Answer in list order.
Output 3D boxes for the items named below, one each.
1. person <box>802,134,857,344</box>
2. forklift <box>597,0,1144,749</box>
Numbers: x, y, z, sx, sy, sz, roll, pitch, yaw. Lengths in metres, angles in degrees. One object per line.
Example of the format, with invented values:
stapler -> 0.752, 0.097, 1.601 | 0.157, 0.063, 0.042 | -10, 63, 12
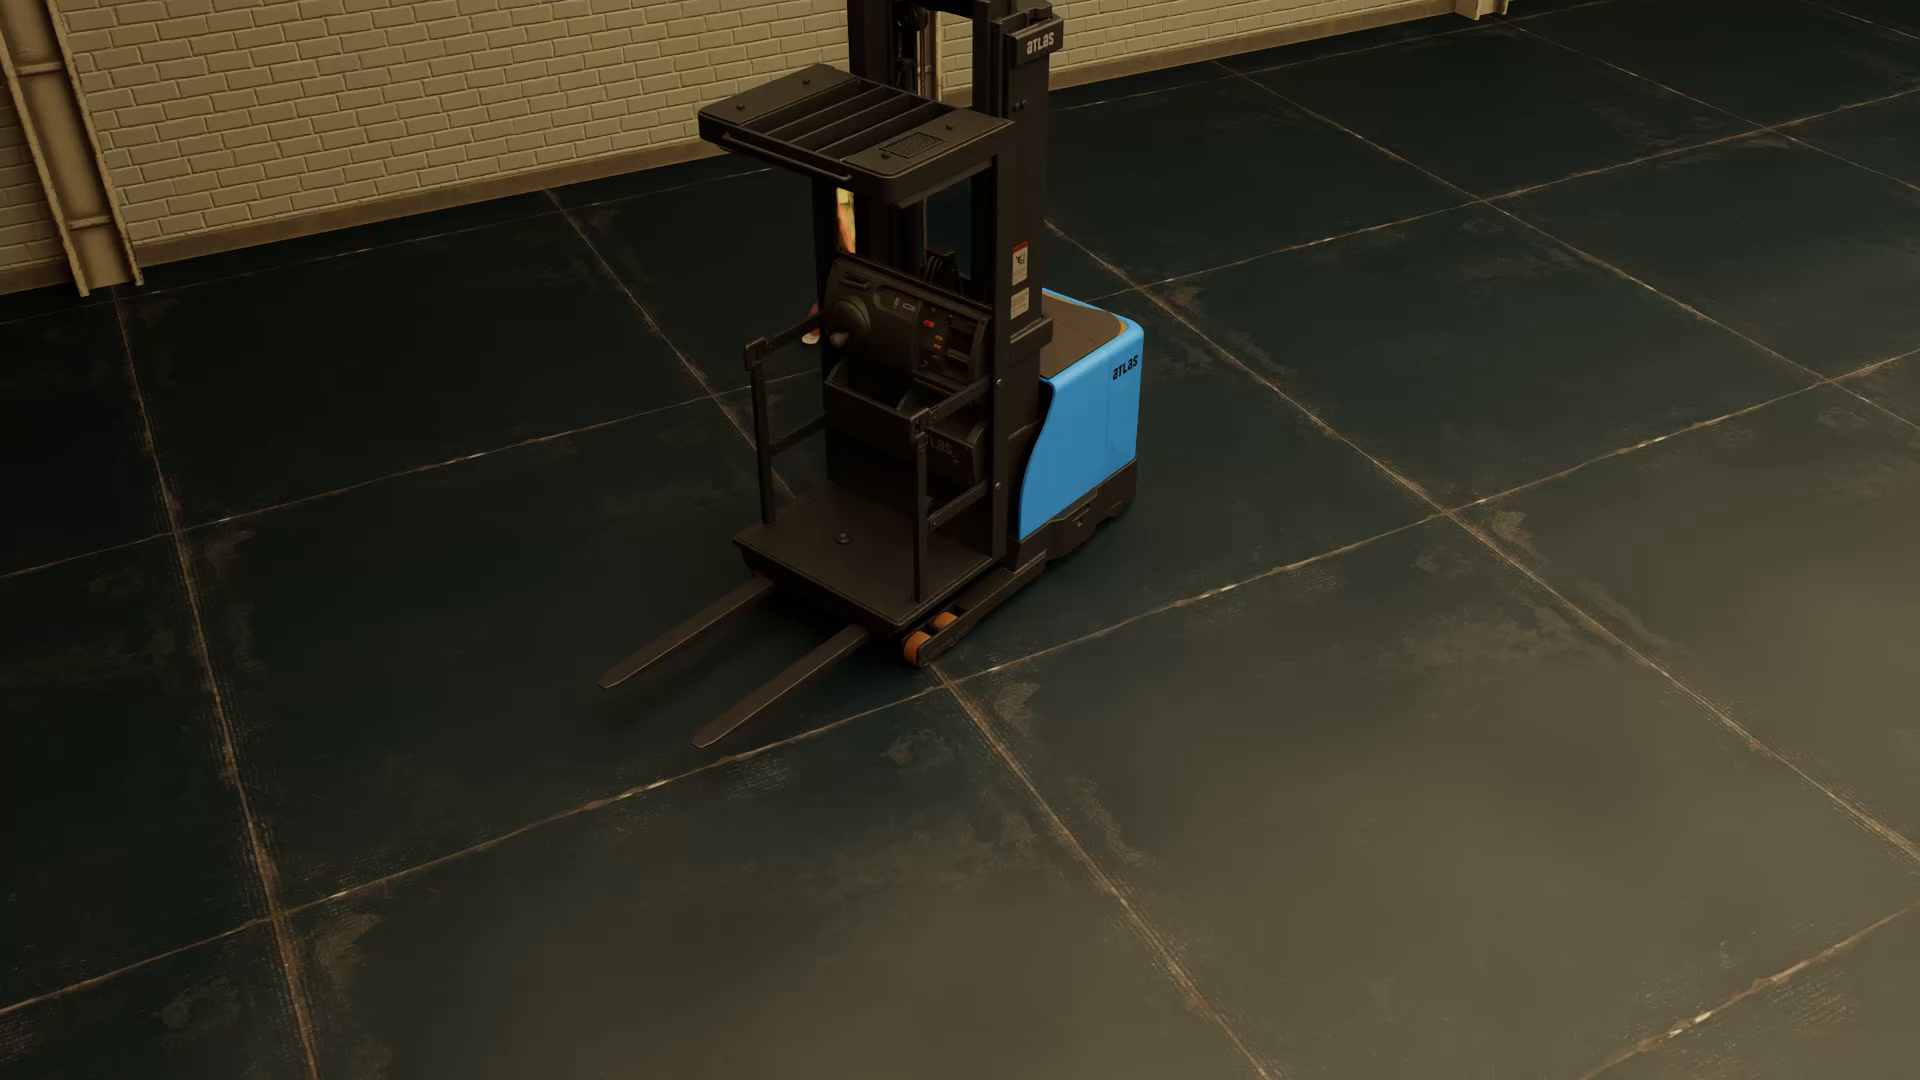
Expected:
person -> -0.660, -1.791, 9.858 | 0.571, 1.571, 0.848 | -9, 36, -13
forklift -> -0.390, -0.927, 7.434 | 1.130, 2.935, 3.031 | 26, 43, 31
